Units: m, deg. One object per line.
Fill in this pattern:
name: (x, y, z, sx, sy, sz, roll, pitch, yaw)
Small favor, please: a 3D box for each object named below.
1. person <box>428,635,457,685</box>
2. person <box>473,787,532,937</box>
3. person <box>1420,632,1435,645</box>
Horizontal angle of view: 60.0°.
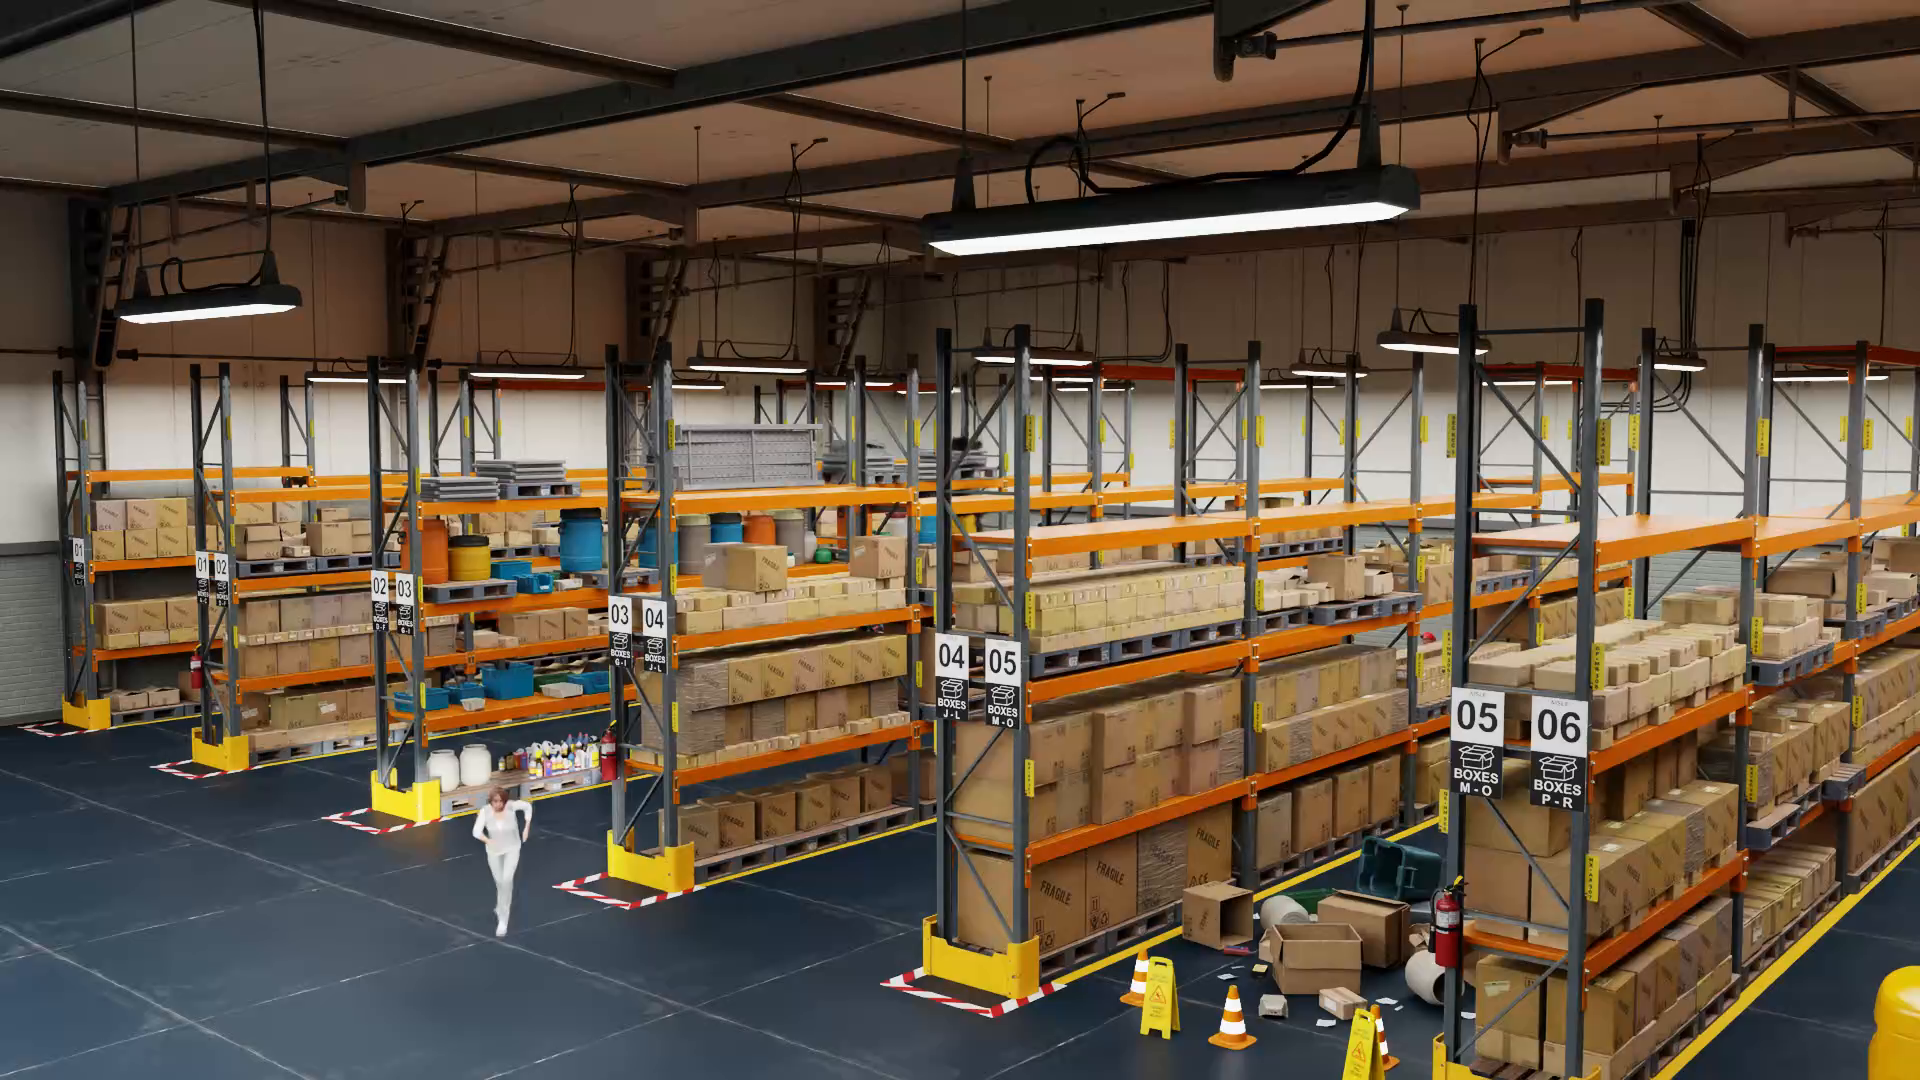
person: (-9.471, 2.182, 30.412, 0.614, 1.605, 0.551, 2, 4, 22)
person: (-4.652, 3.213, 16.961, 0.581, 1.530, 0.895, -1, 4, -12)
person: (7.603, 2.357, 26.876, 0.798, 1.773, 0.661, -4, 6, -43)
